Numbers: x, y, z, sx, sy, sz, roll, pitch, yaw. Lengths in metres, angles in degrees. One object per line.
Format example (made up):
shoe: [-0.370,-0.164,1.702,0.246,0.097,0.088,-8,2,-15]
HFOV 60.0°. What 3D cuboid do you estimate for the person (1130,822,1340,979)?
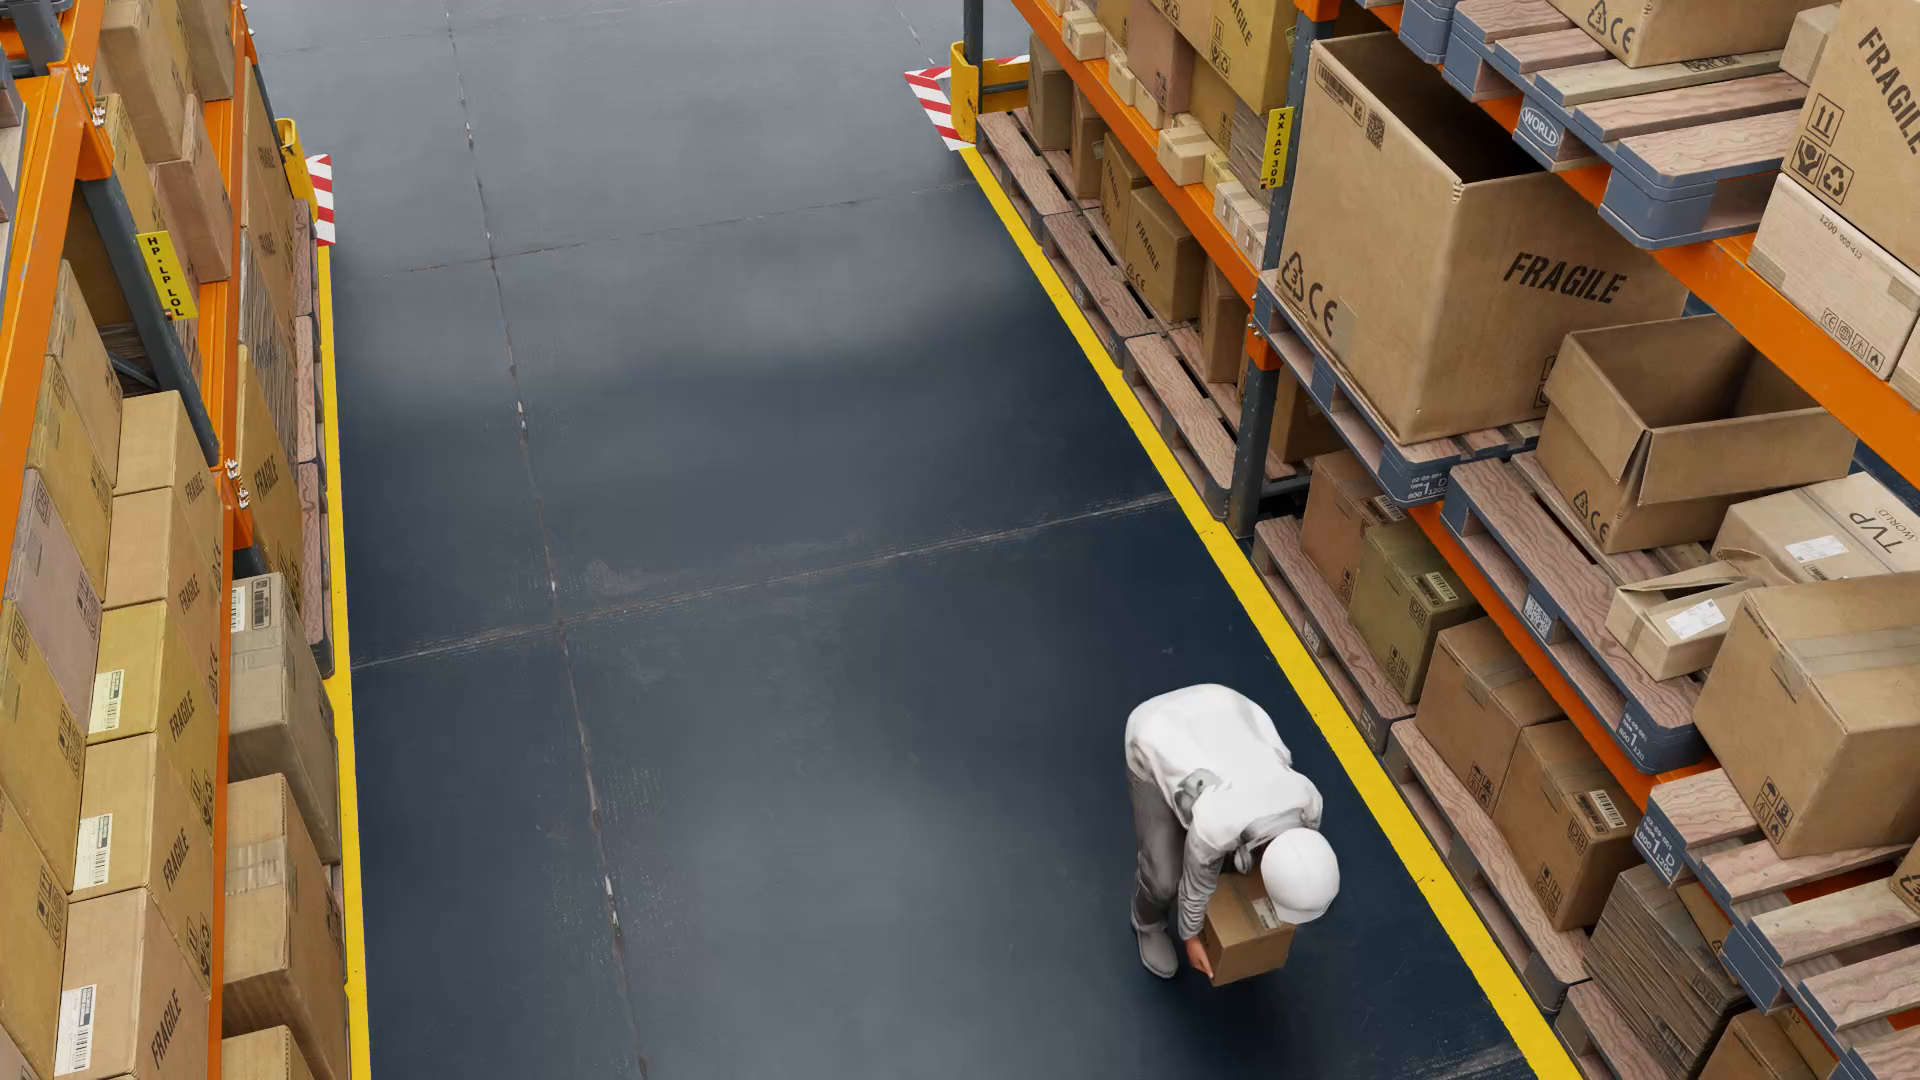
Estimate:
person: [4.079,-1.541,4.836,7.355,5.810,11.427,-13,44,-14]
